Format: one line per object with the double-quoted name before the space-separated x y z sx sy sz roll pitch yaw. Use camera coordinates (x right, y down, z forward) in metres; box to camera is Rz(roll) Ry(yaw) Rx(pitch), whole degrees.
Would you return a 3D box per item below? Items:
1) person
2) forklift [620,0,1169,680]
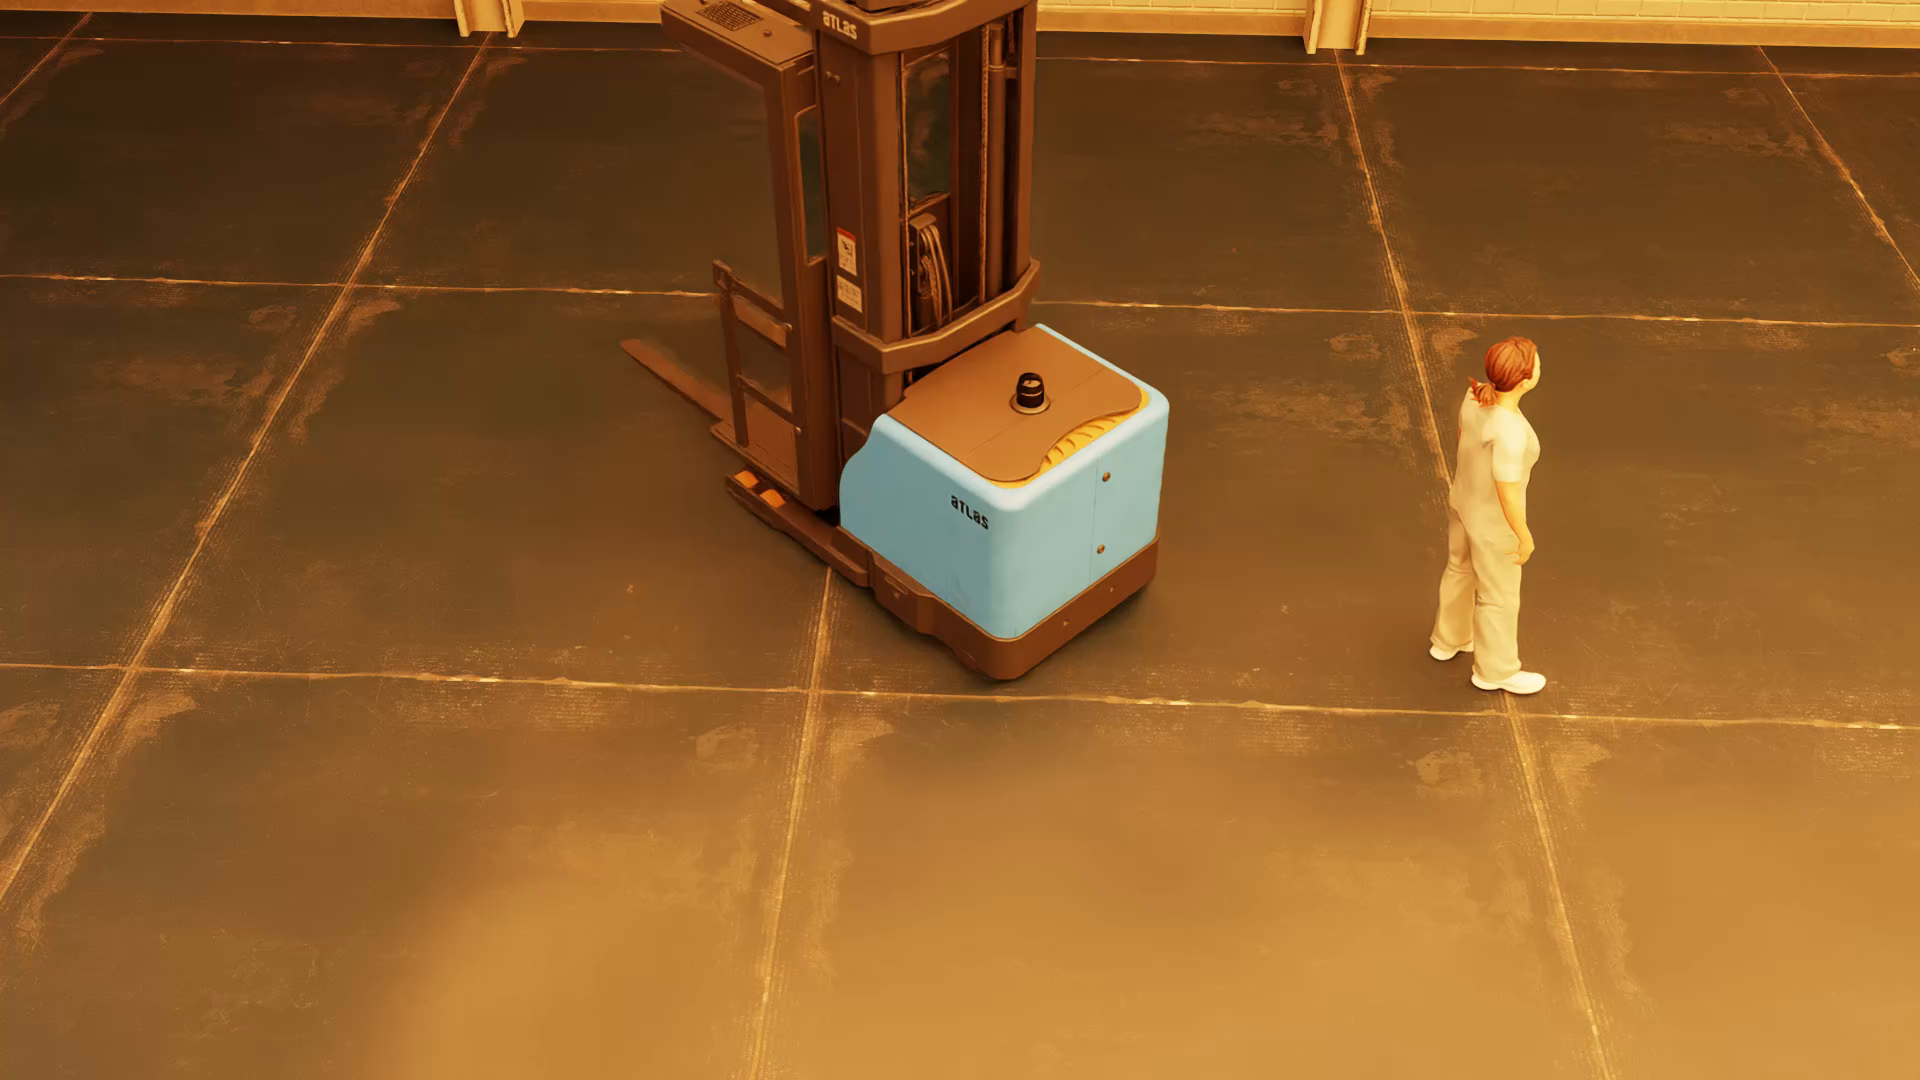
"person" 2.229 -0.114 6.791 0.527 1.678 0.557 -7 43 -7
"forklift" -0.490 -1.375 7.249 1.130 2.935 3.031 -33 52 -31
